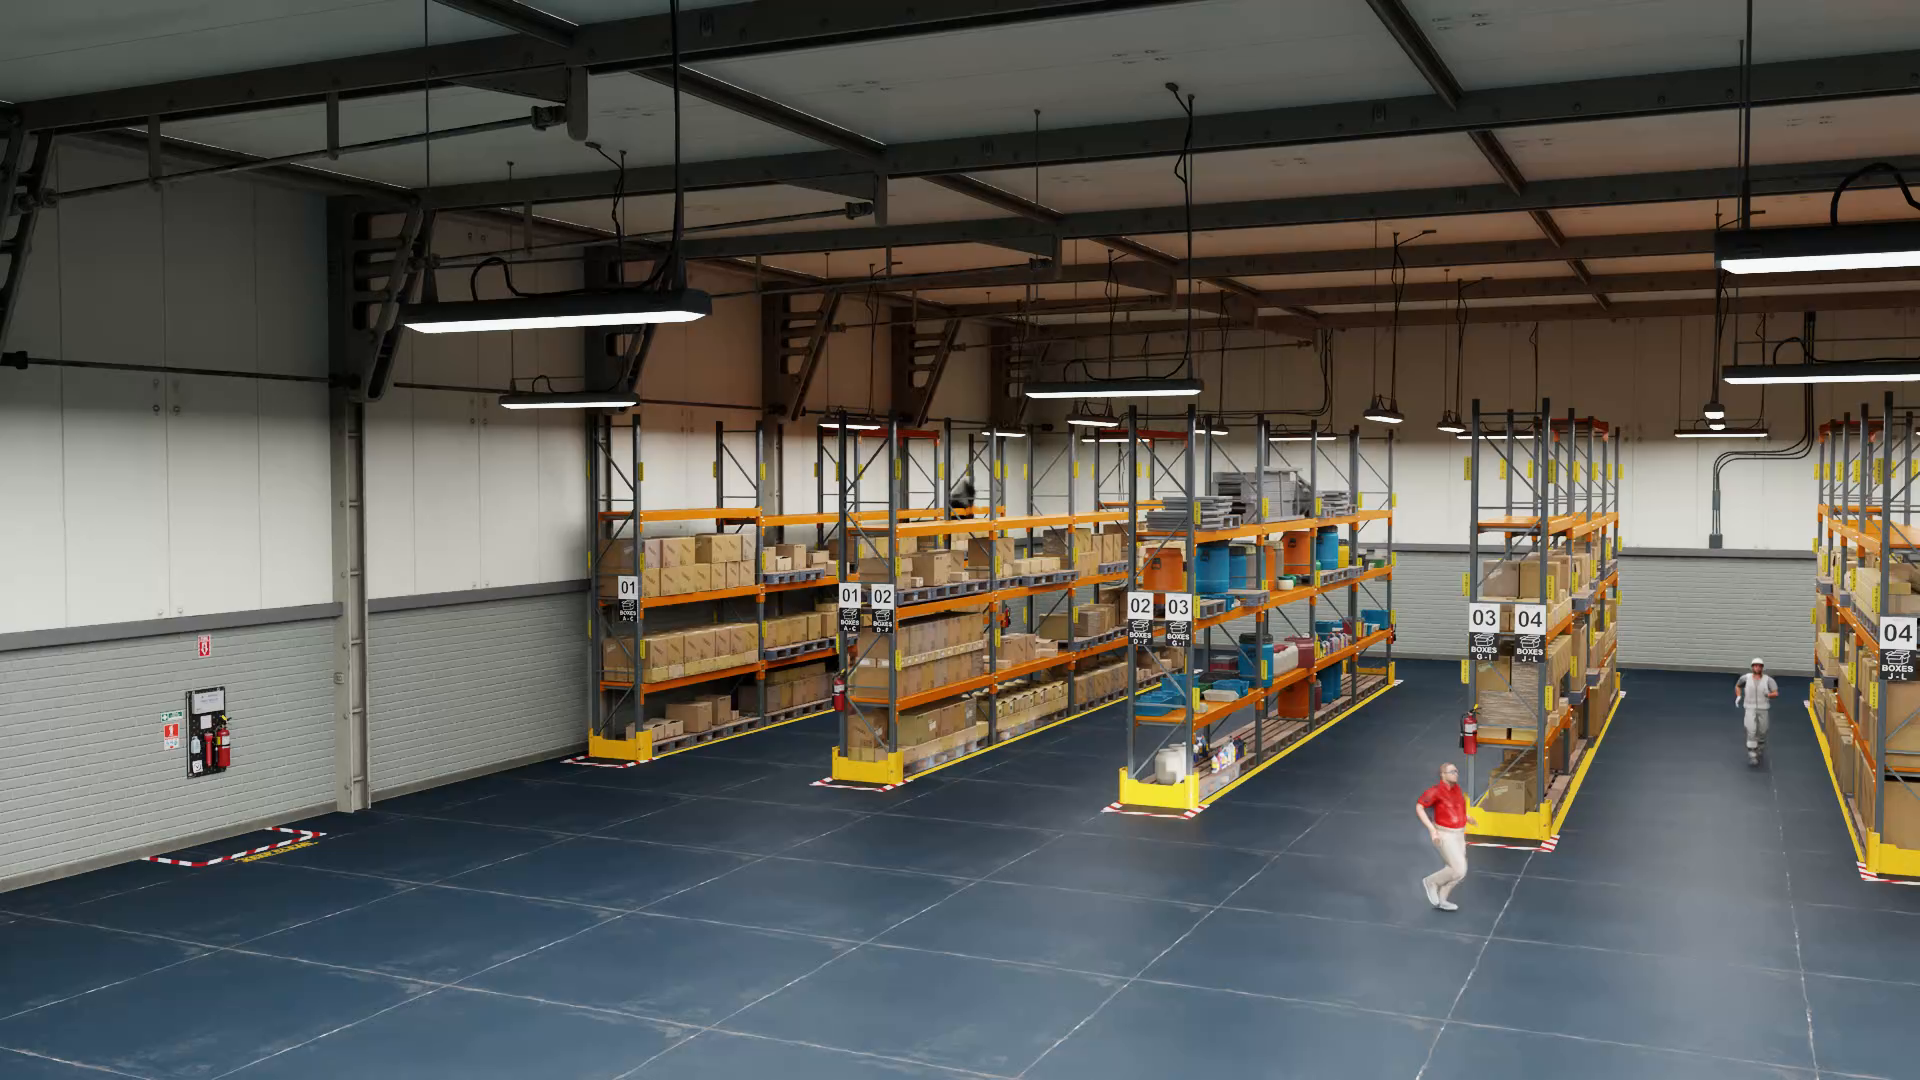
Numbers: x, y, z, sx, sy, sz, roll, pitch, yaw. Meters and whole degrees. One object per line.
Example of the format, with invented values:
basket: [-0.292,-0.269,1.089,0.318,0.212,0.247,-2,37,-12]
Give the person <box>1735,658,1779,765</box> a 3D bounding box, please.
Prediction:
person: [13.649,2.906,28.484,0.658,1.770,1.005,1,3,22]

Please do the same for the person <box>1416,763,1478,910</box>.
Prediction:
person: [5.591,3.377,18.869,0.651,1.669,0.588,-2,3,-40]

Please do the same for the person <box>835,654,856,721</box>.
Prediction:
person: [-2.060,2.911,30.545,0.588,1.653,0.797,1,2,19]
